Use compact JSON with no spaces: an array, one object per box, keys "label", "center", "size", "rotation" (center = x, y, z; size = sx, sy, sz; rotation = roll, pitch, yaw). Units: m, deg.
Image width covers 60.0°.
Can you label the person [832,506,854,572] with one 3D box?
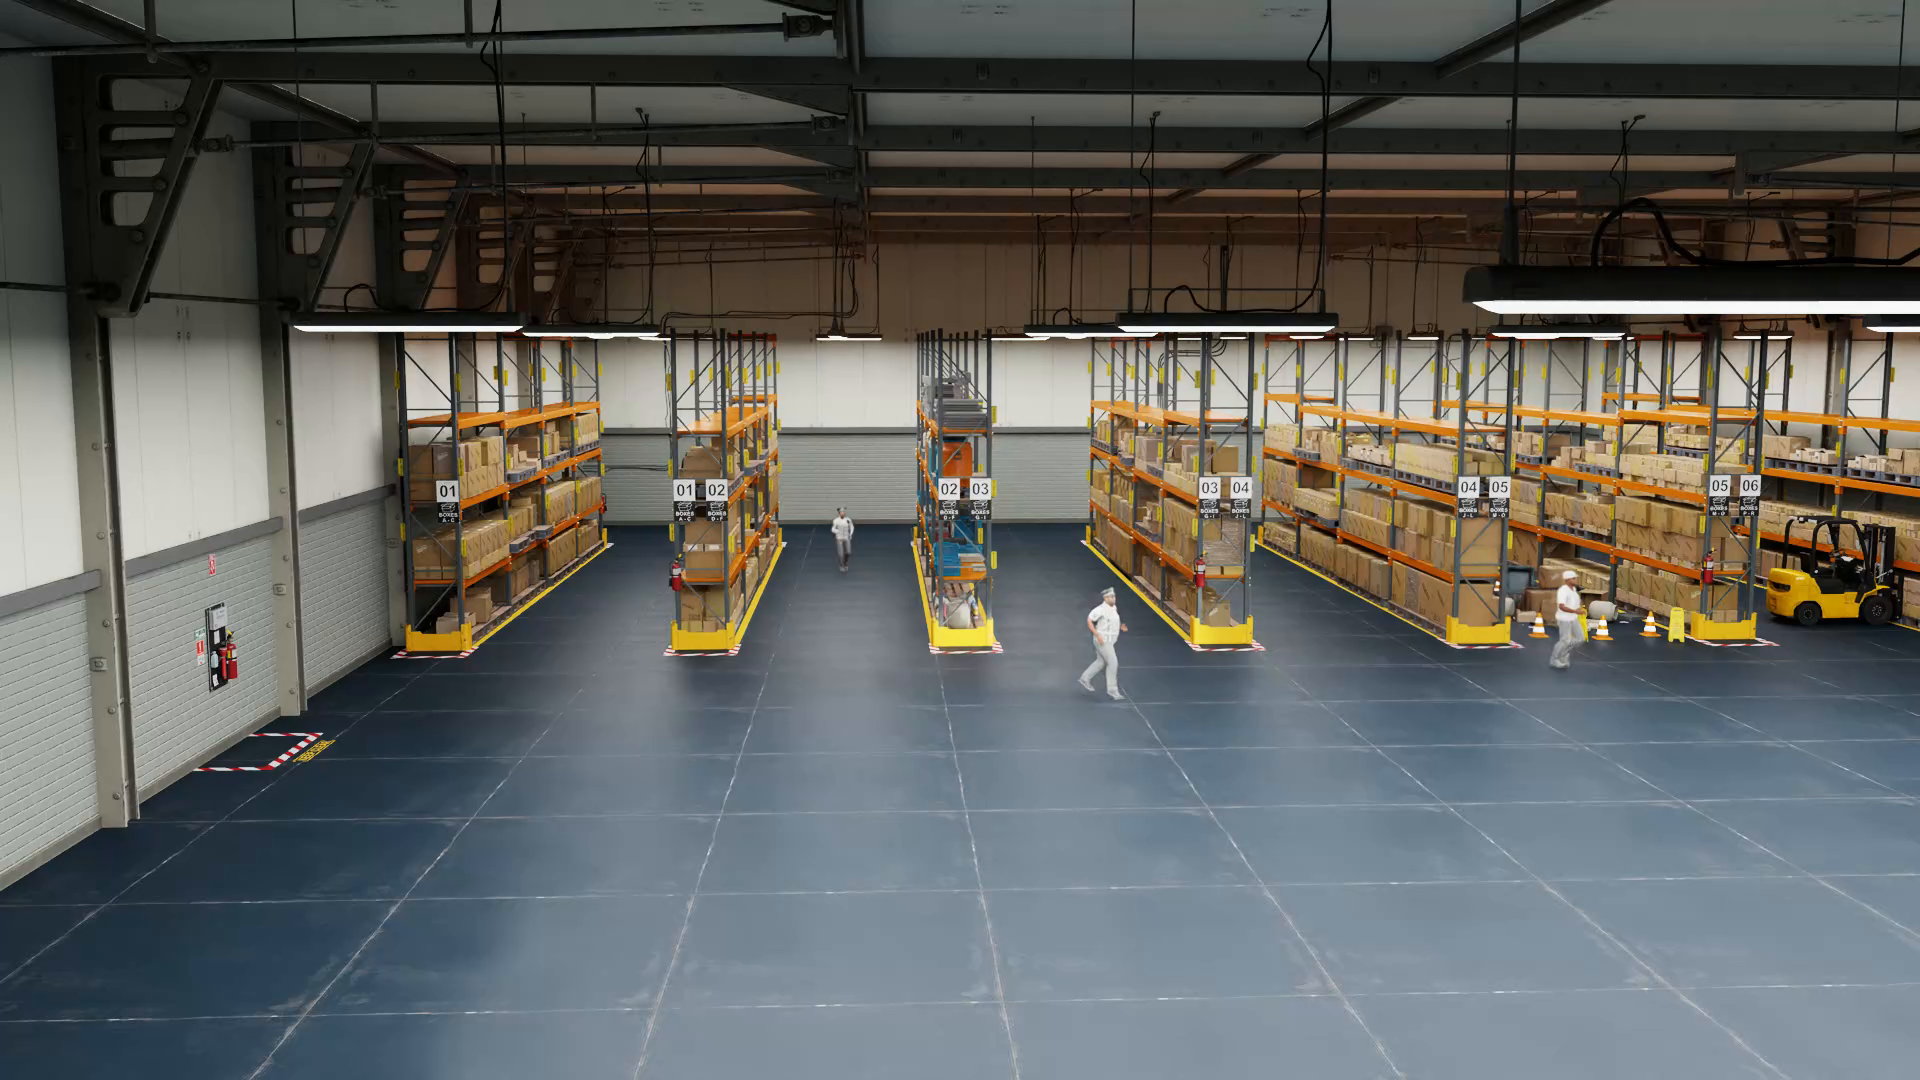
[{"label":"person","center":[-2.907,-0.017,41.635],"size":[0.591,1.656,0.599],"rotation":[-2,7,-14]}]

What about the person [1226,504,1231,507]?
[{"label":"person","center":[7.540,-0.769,47.827],"size":[0.722,1.732,0.626],"rotation":[4,8,29]}]

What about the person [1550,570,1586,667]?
[{"label":"person","center":[10.776,1.404,29.358],"size":[0.659,1.752,0.722],"rotation":[7,9,44]}]

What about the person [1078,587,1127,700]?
[{"label":"person","center":[2.323,1.656,27.064],"size":[0.854,1.827,0.655],"rotation":[3,7,23]}]
